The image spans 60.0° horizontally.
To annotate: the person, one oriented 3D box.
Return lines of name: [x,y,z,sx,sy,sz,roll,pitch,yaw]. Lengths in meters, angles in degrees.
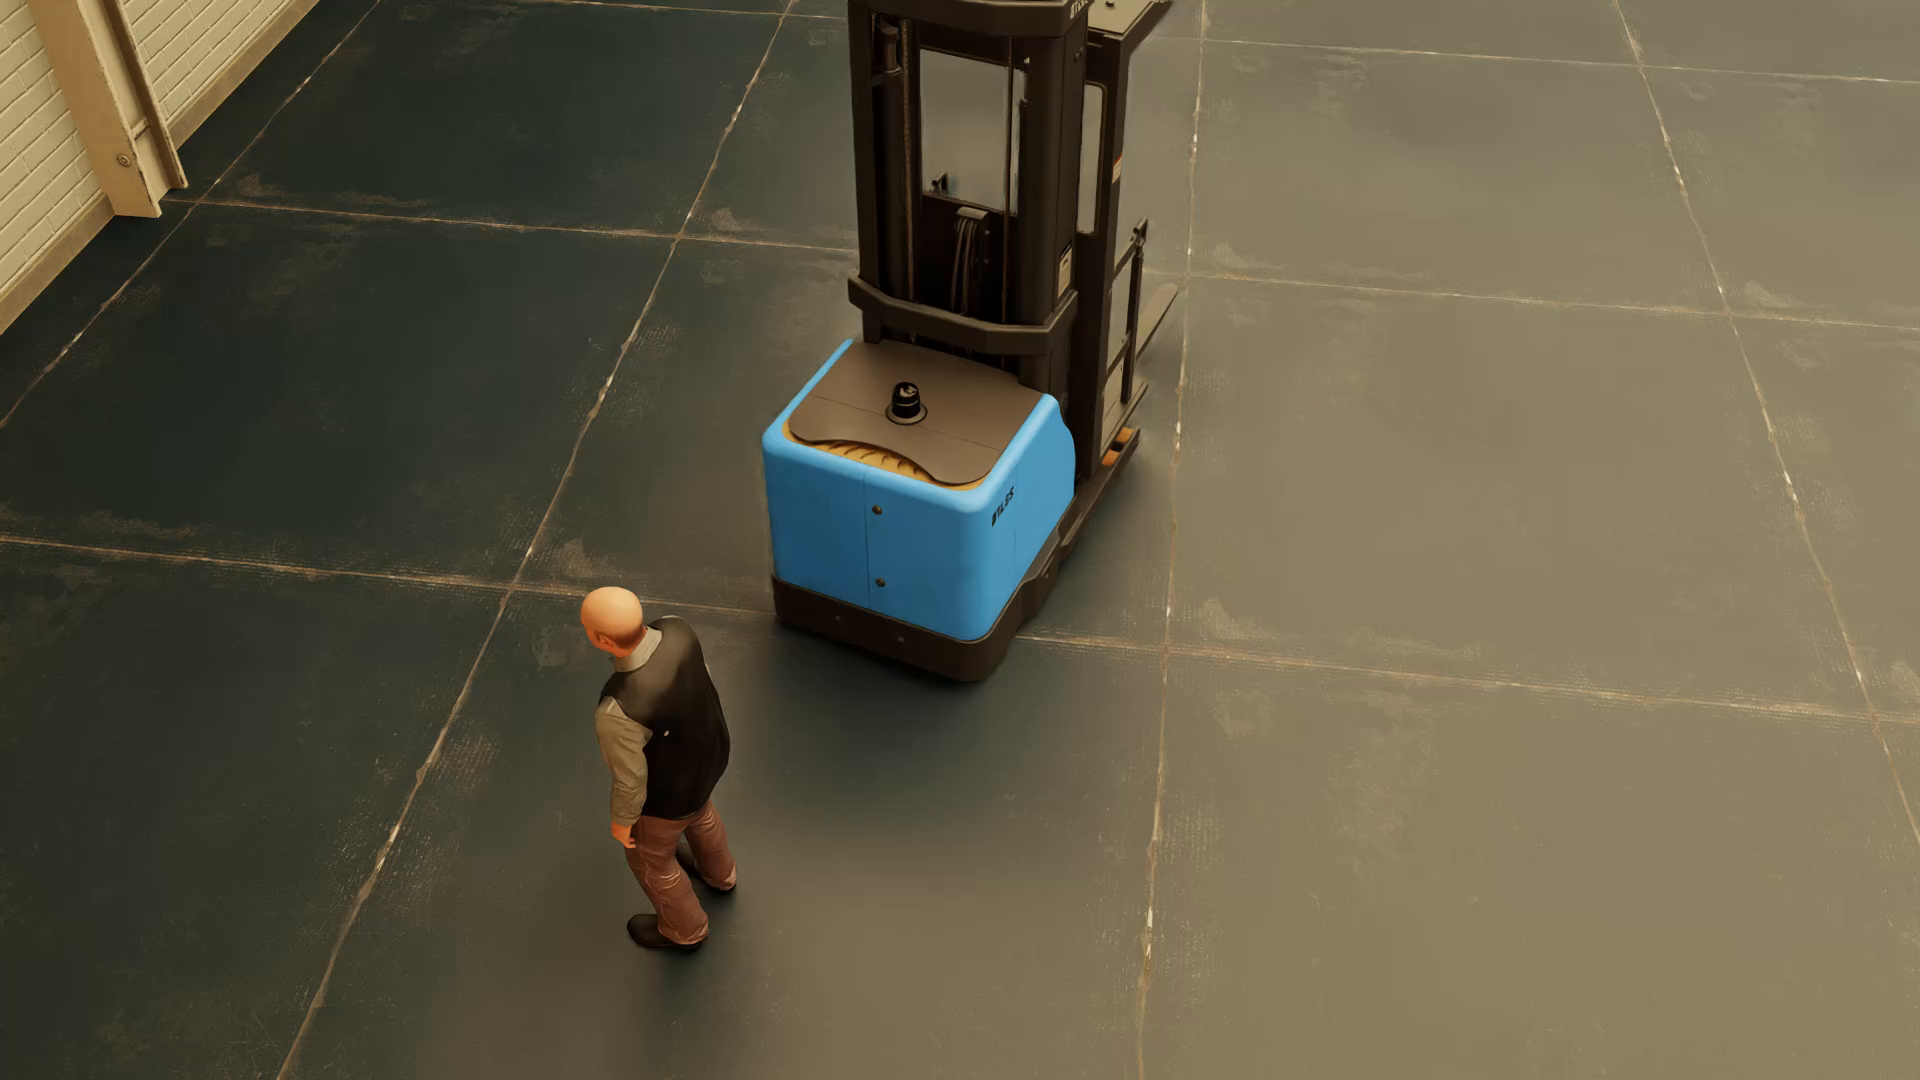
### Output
person: [-1.010,0.804,5.745,0.421,1.720,0.589,15,45,16]

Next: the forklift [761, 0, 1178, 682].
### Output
forklift: [0.248,-1.473,7.328,1.130,2.935,3.031,17,45,18]
